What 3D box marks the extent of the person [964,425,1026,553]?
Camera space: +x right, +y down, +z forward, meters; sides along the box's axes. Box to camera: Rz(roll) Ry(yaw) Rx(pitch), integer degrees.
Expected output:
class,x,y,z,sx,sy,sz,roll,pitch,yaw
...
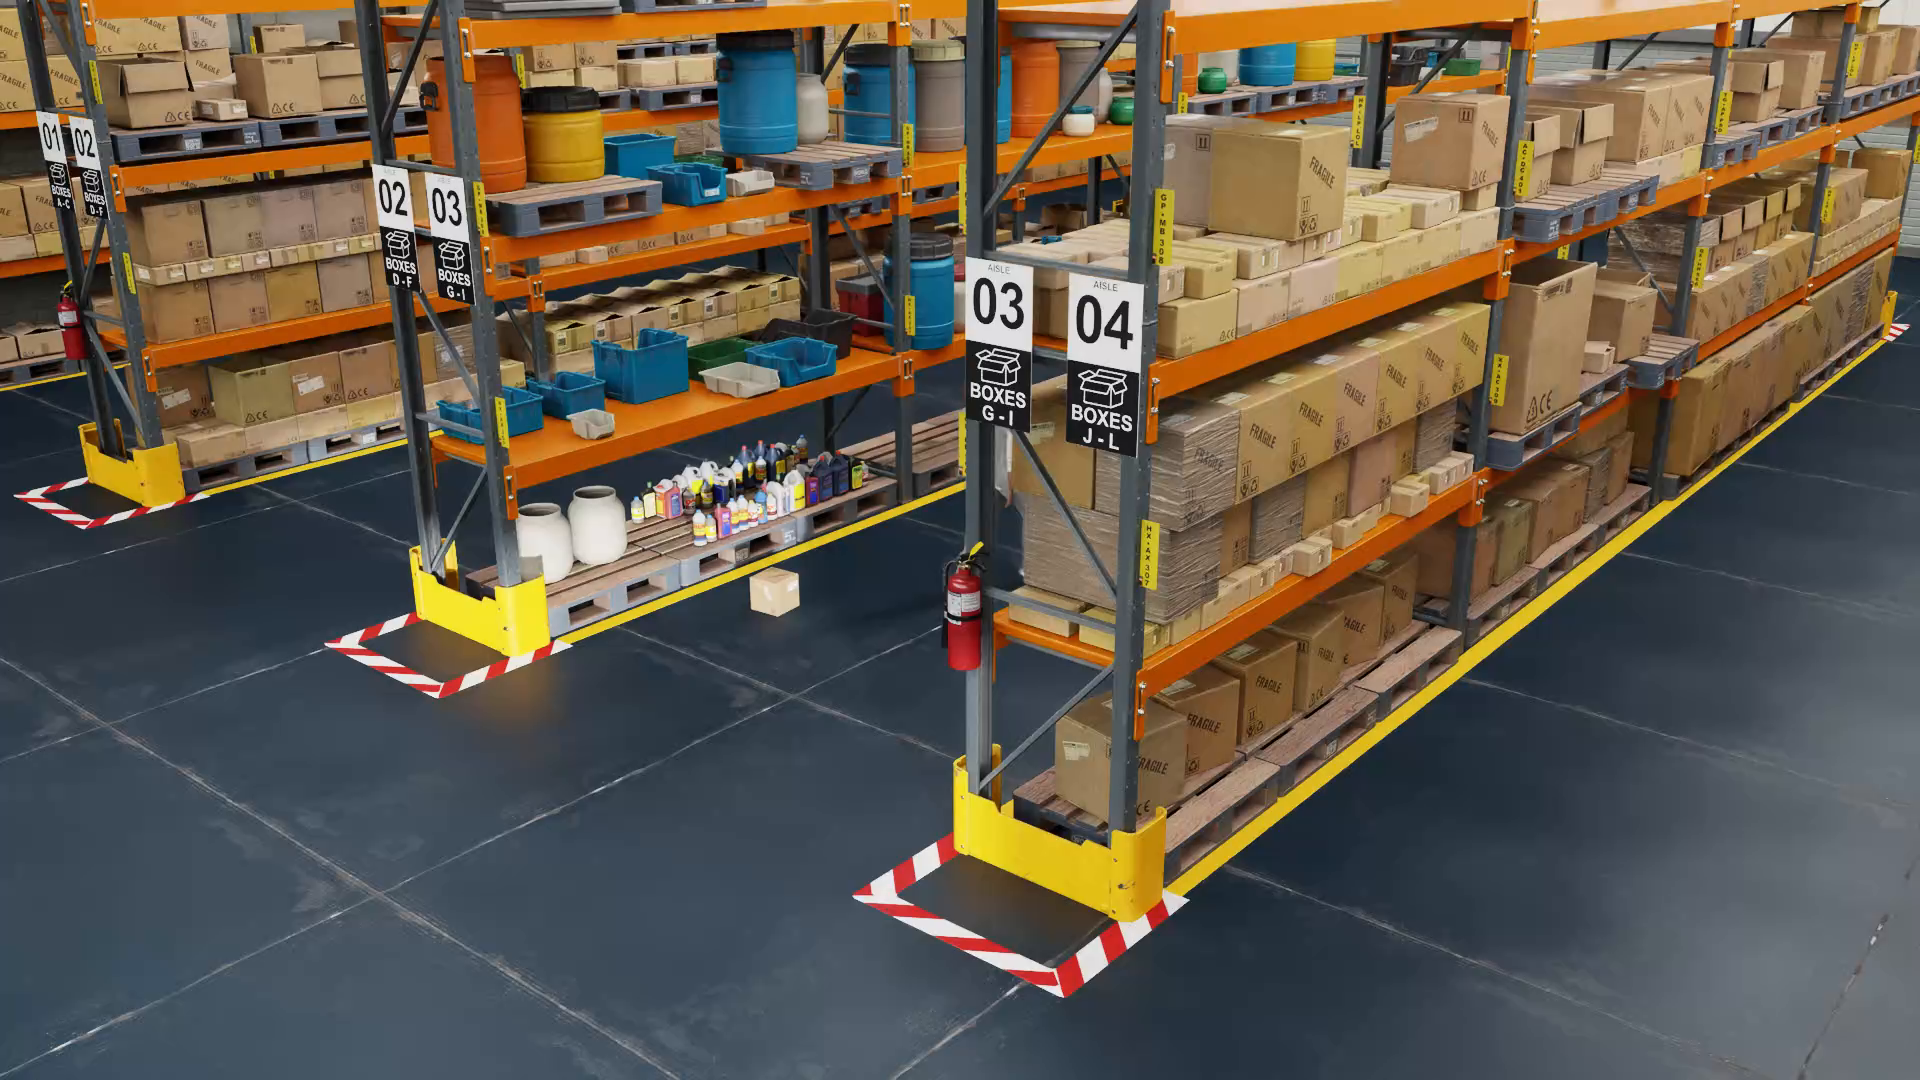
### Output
class,x,y,z,sx,sy,sz,roll,pitch,yaw
person,0.406,-0.459,12.271,0.962,1.537,0.426,-13,24,-31
